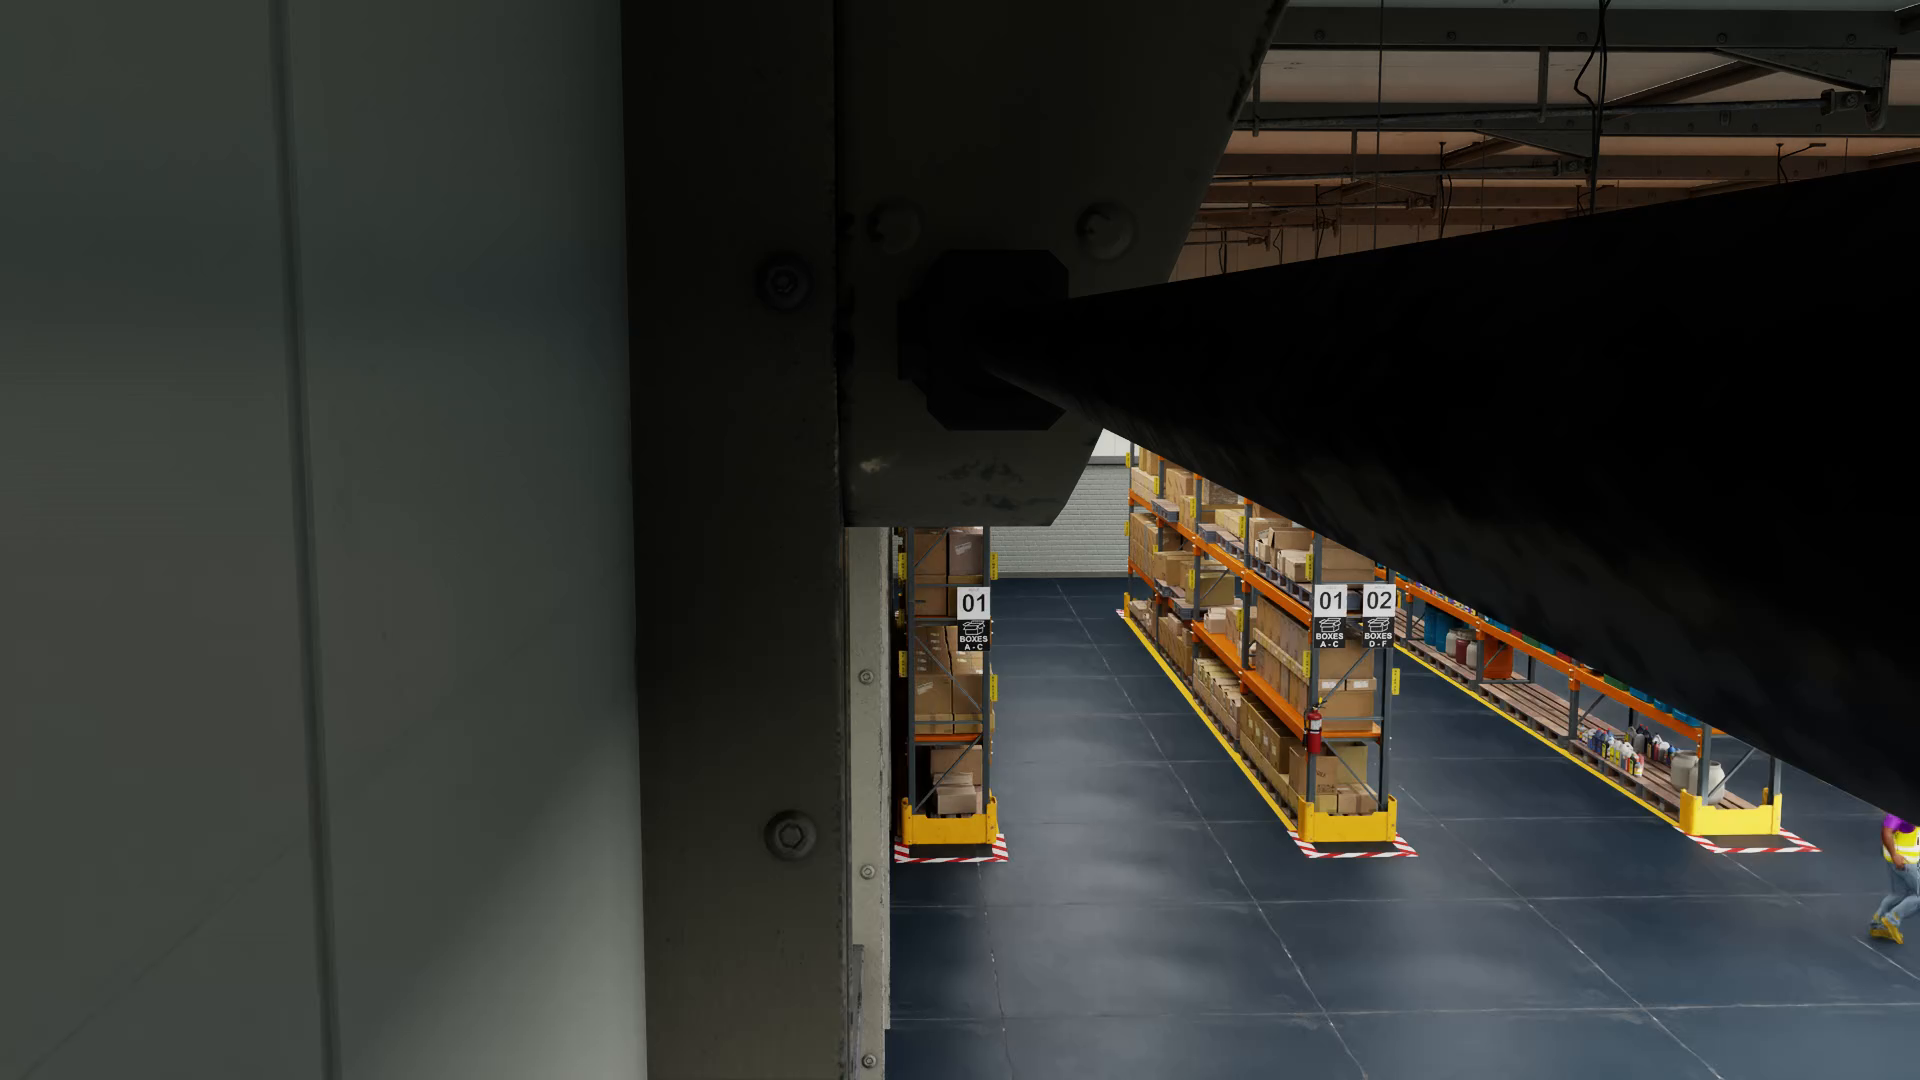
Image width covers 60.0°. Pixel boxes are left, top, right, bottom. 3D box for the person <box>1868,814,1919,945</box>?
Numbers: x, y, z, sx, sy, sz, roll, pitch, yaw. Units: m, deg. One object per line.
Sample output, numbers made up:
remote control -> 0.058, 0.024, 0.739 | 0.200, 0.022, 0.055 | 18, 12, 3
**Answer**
person -> 9.755, 3.283, 17.105 | 0.633, 1.738, 0.700 | 3, 8, 22
